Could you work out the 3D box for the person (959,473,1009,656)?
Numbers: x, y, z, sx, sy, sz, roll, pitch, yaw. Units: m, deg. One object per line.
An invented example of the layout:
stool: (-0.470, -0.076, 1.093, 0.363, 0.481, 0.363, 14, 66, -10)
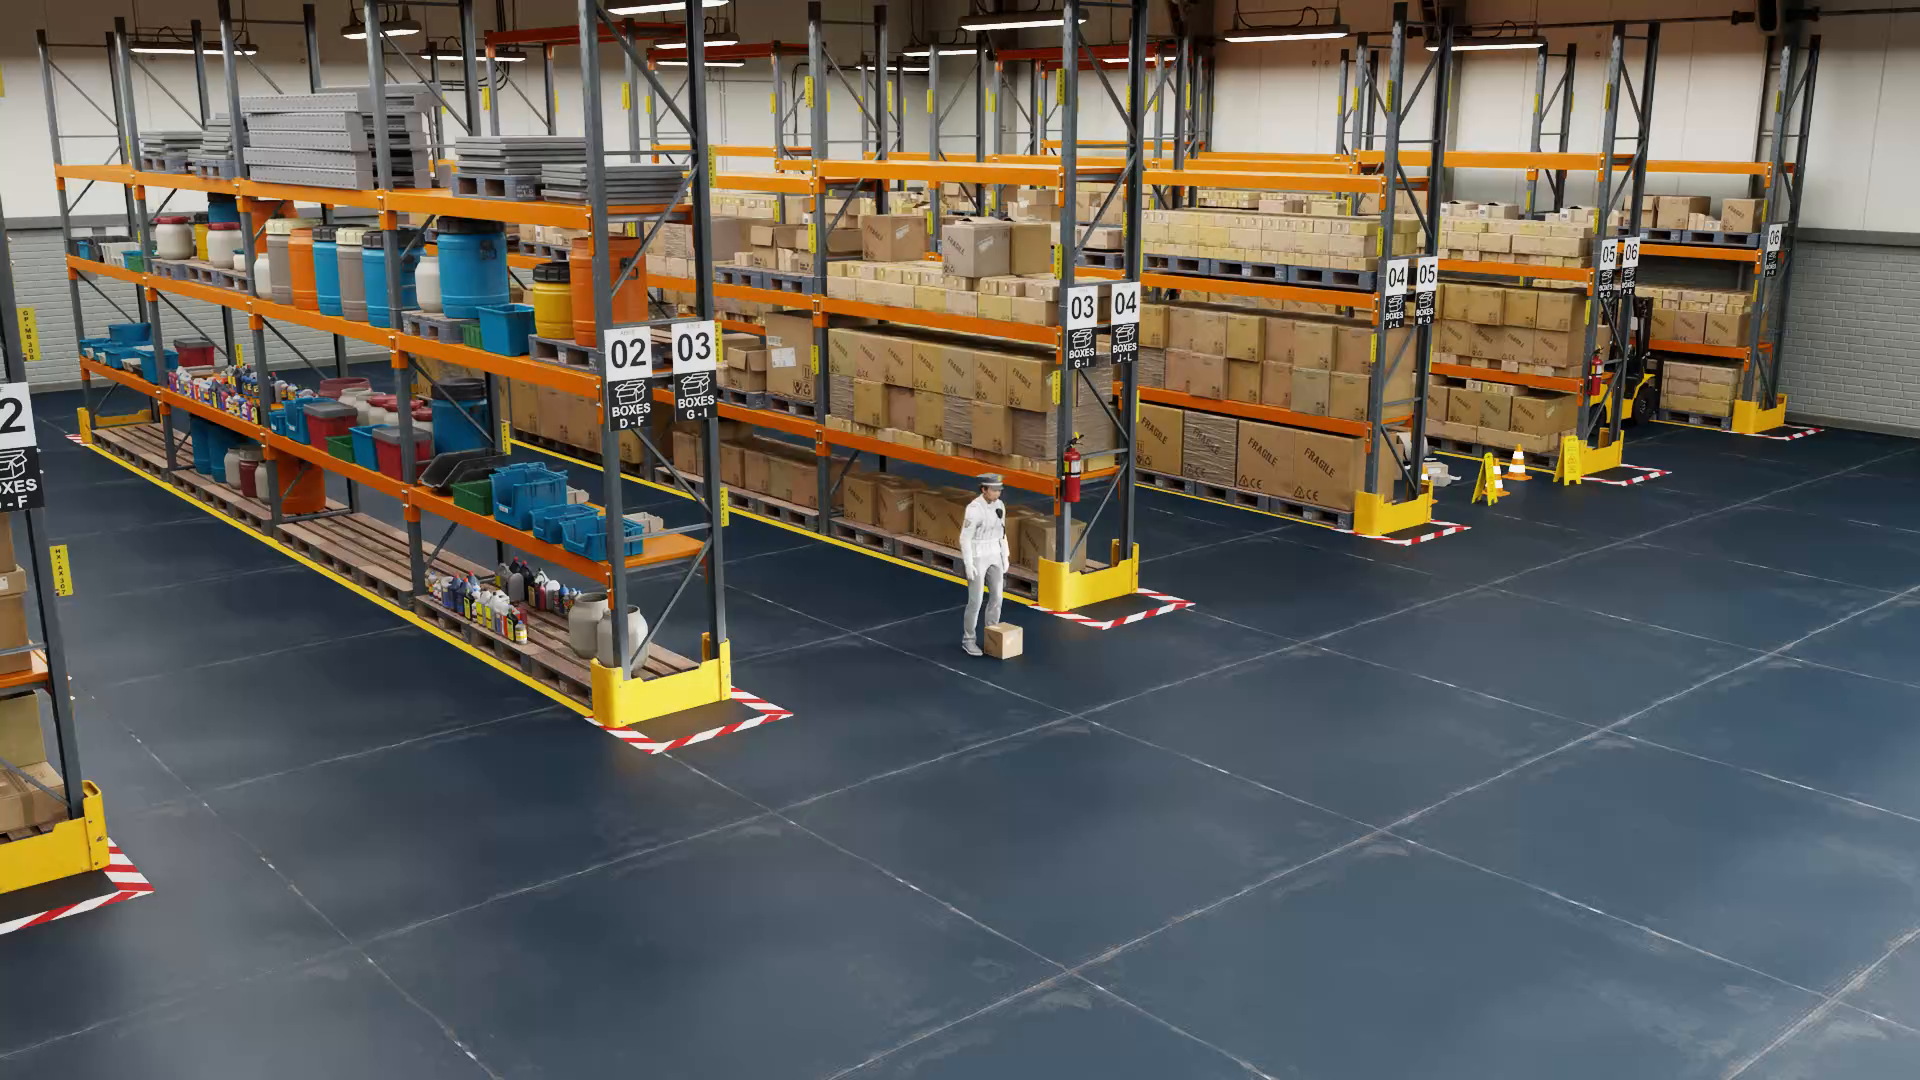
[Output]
person: (0.241, 0.197, 15.217, 0.528, 1.664, 0.403, -12, 18, -39)
